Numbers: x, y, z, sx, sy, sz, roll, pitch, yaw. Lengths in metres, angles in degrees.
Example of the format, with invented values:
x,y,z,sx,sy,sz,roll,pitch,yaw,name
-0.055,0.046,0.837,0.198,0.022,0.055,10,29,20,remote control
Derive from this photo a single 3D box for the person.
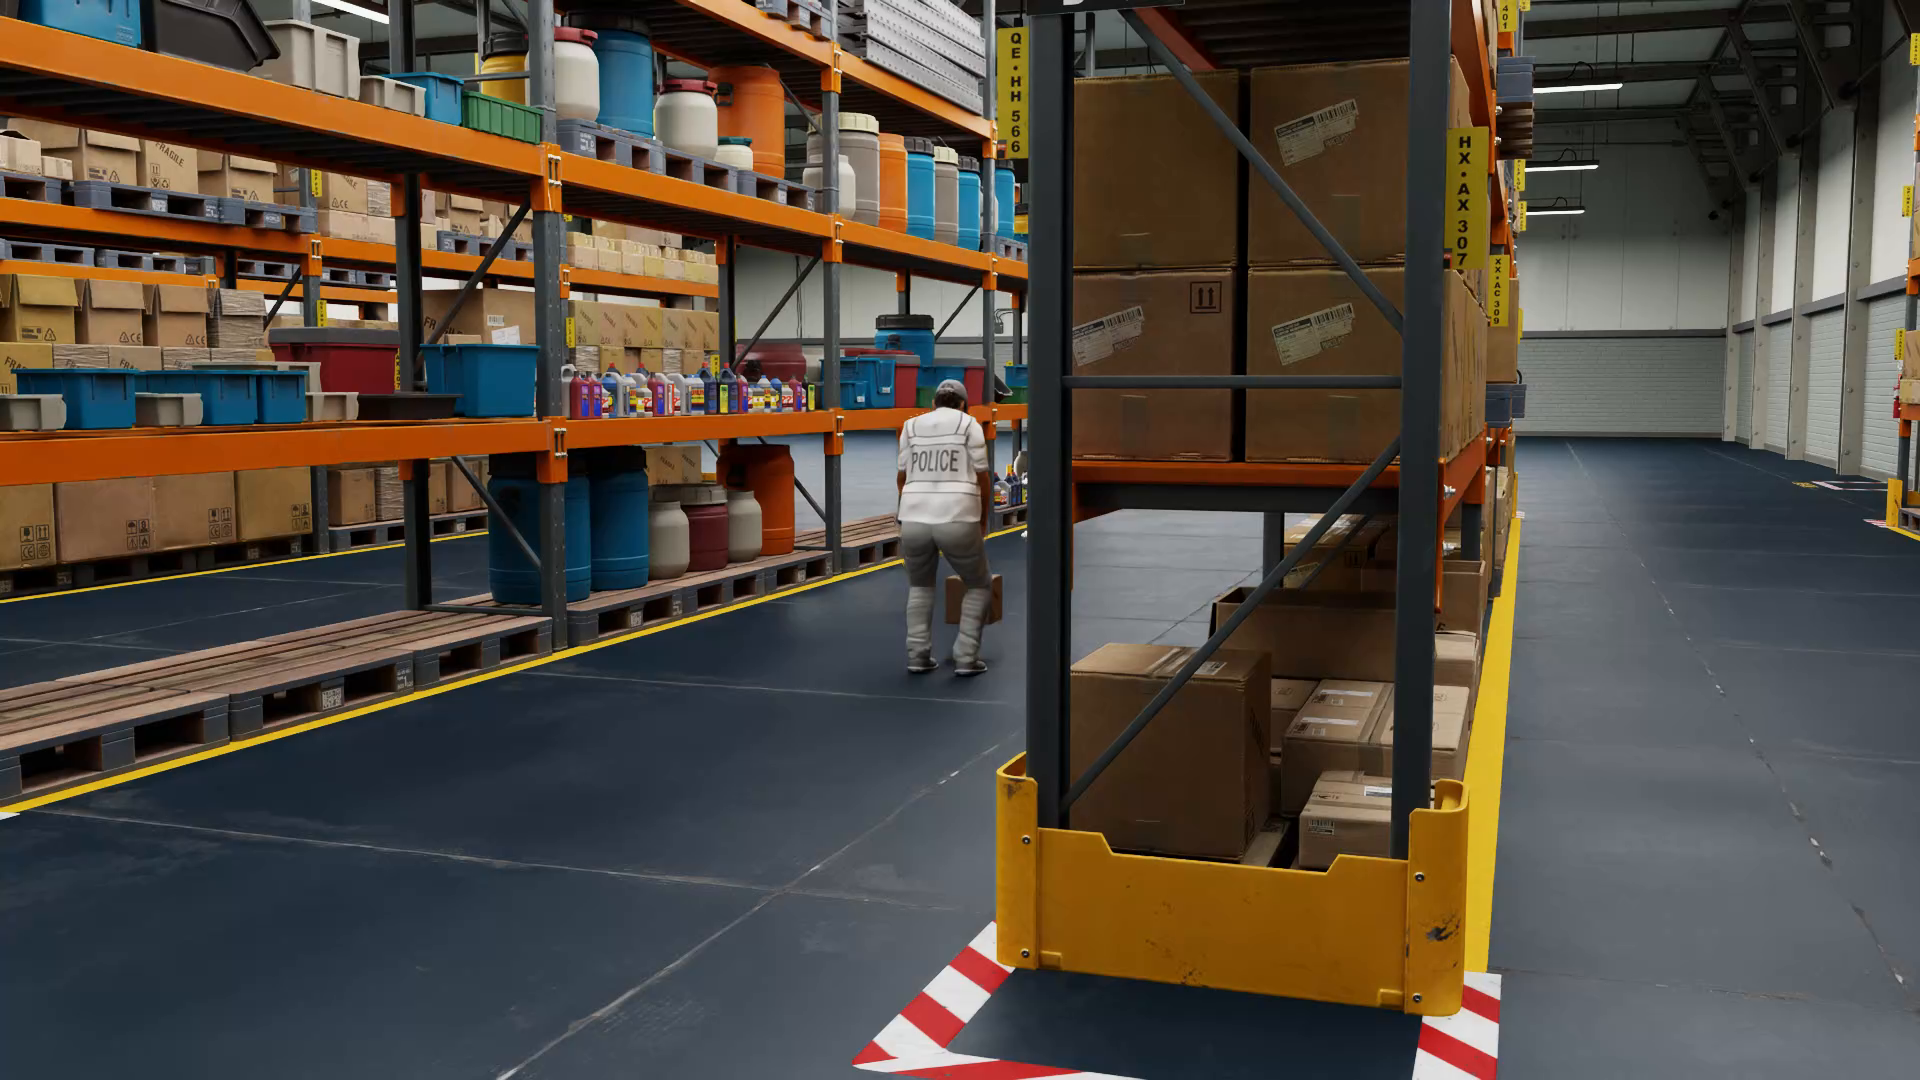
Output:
x,y,z,sx,sy,sz,roll,pitch,yaw,name
-0.097,-0.069,8.720,0.519,1.541,0.591,2,6,20,person
